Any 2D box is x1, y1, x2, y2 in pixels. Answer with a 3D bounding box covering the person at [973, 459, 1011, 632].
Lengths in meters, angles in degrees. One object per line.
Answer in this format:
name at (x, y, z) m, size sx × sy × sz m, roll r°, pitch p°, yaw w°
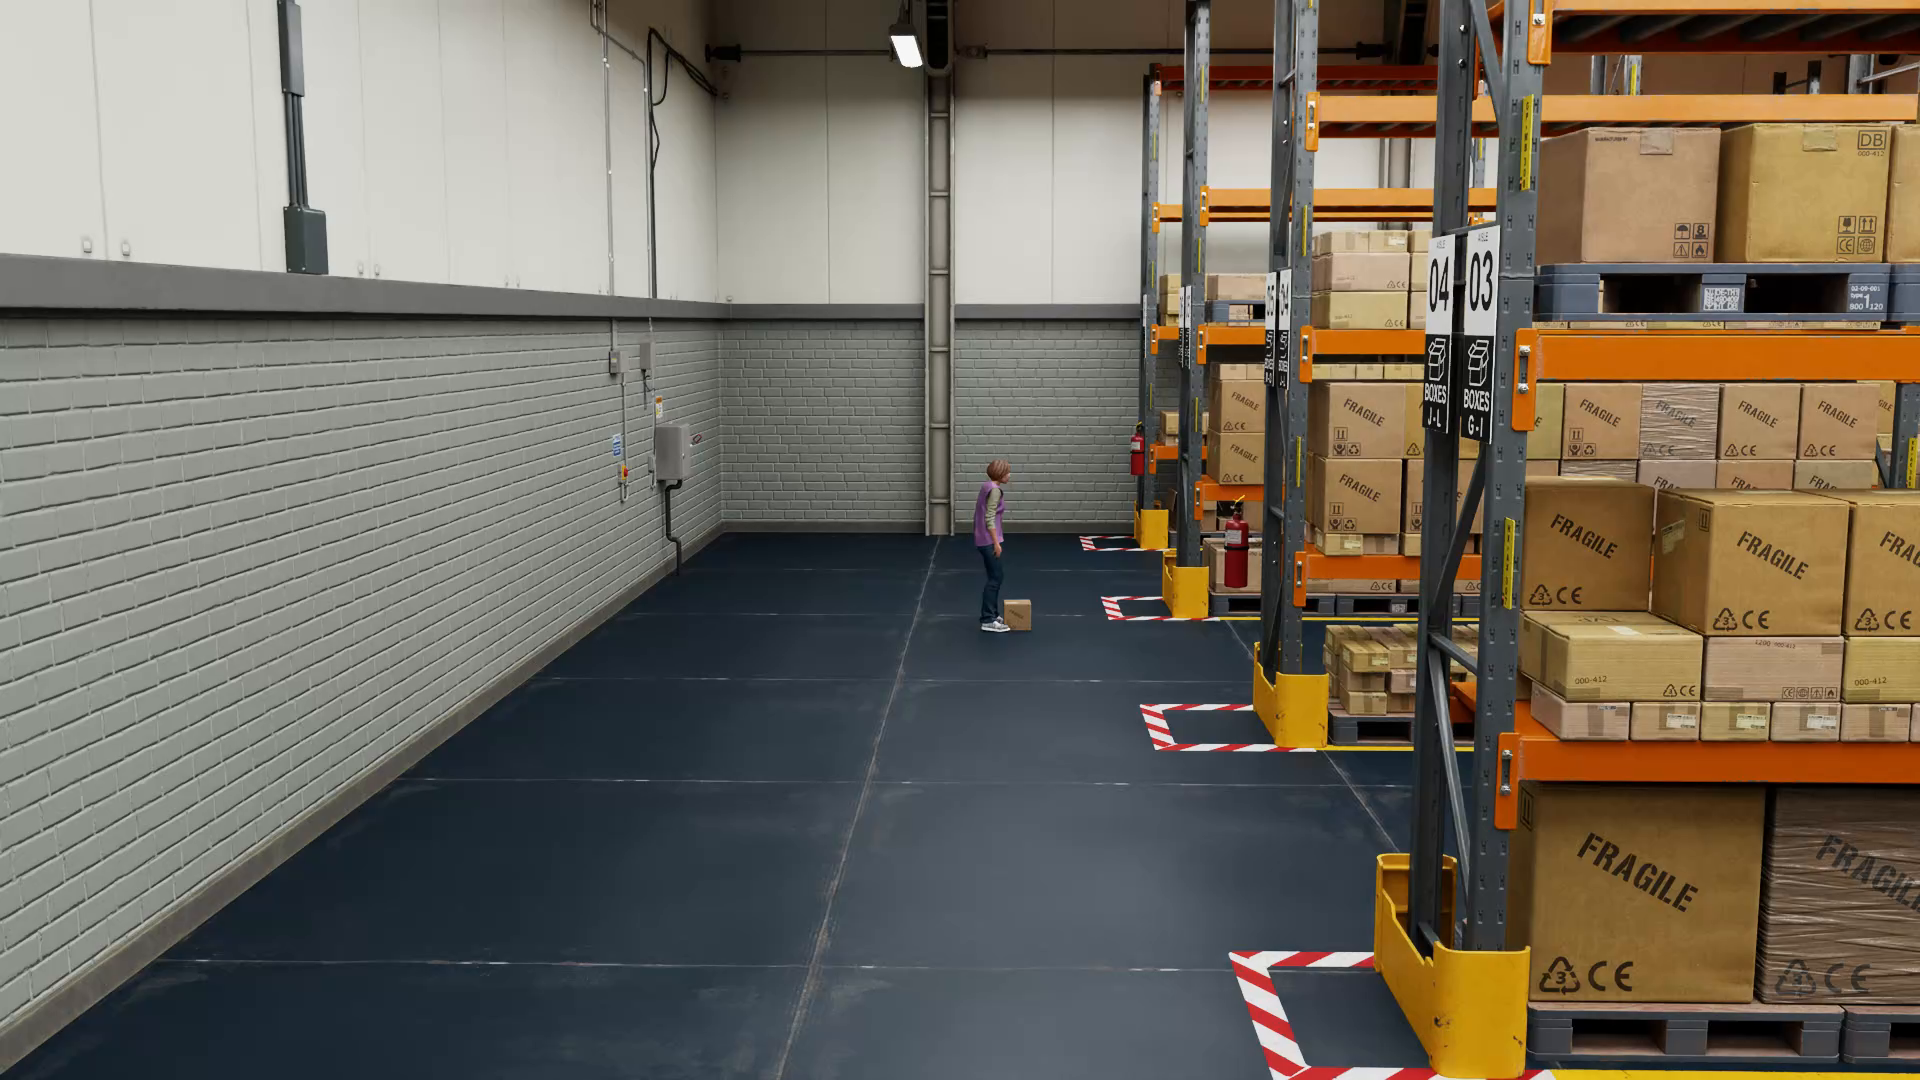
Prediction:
person at (0.315, 0.039, 15.527) m, size 0.377 × 1.592 × 0.484 m, roll 0°, pitch 7°, yaw -2°
